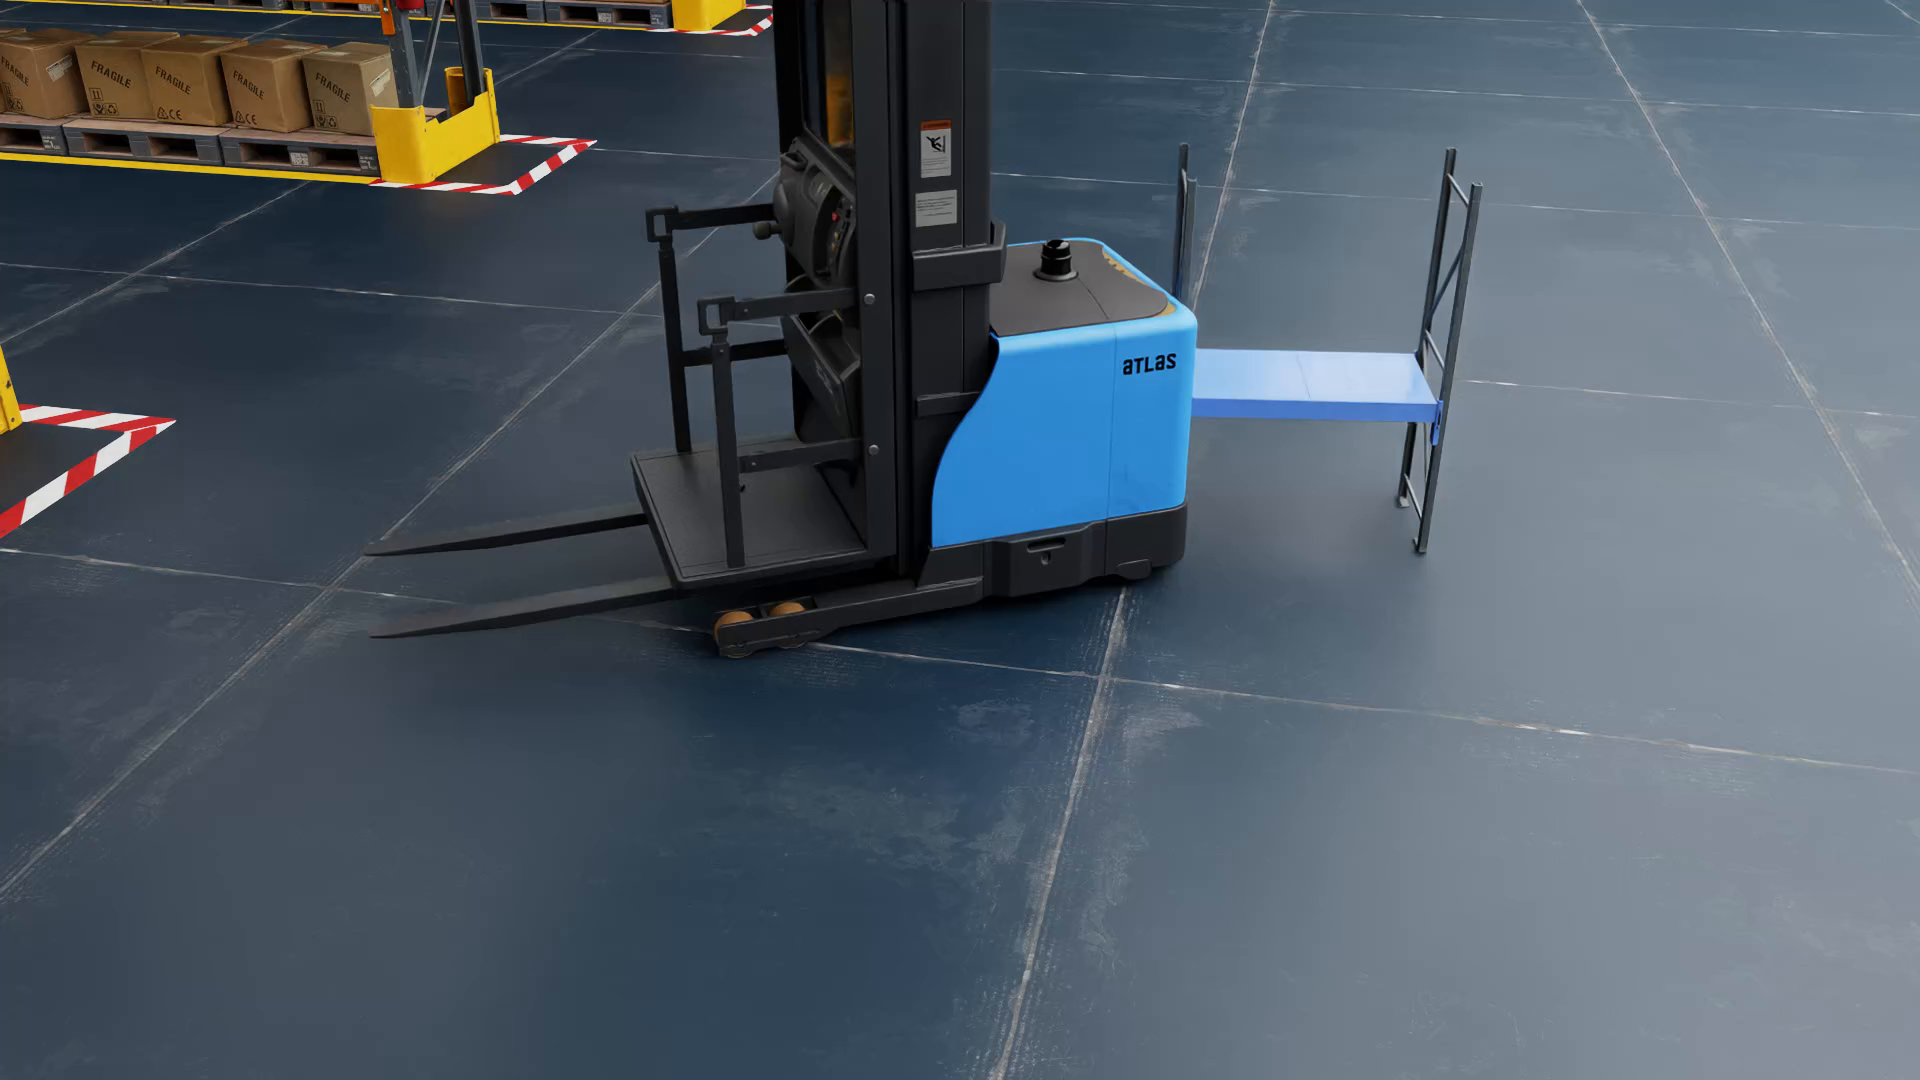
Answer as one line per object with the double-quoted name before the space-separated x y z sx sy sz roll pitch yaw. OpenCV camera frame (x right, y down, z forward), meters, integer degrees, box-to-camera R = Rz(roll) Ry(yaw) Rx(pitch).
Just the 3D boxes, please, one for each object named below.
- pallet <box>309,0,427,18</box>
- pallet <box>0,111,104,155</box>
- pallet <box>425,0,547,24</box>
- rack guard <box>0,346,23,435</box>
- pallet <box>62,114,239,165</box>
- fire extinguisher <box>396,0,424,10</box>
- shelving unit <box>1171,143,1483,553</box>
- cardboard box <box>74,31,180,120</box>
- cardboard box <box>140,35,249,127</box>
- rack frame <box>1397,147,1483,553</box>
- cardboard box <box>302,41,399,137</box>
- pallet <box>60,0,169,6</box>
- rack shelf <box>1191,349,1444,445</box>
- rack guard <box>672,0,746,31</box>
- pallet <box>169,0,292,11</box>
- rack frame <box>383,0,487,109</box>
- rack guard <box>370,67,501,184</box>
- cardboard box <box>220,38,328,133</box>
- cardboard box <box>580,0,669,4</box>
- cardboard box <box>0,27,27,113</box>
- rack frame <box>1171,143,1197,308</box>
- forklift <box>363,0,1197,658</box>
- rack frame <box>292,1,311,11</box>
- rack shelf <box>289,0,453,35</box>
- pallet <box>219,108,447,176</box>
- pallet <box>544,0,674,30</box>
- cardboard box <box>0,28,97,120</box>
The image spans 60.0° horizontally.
"pallet" -5.578 -5.347 16.298 1.213 0.211 1.003 6 29 11
"pallet" -6.775 -3.090 12.175 1.213 0.211 1.003 6 29 11
"pallet" -4.381 -5.226 16.076 1.213 0.211 1.003 6 29 11
"rack guard" -4.646 -0.526 7.191 0.348 0.500 1.175 6 29 11
"pallet" -5.579 -2.969 11.954 1.213 0.211 1.003 6 29 11
"fire extinguisher" -3.512 -3.701 10.468 0.183 0.674 0.296 6 29 11
"shelving unit" 1.360 -0.742 6.543 1.048 1.500 0.538 2 29 3
"cardboard box" -5.871 -3.314 11.845 0.500 0.500 0.500 3 29 6
"cardboard box" -5.335 -3.237 11.705 0.500 0.500 0.500 9 30 15
"rack frame" 1.867 -0.728 6.517 0.032 1.500 0.500 2 29 3
"cardboard box" -4.135 -3.121 11.494 0.500 0.500 0.500 11 31 20
"pallet" -8.272 -5.624 16.802 1.213 0.211 1.003 6 29 11
"rack shelf" 1.360 -0.584 6.630 1.000 0.185 0.538 2 29 3
"rack guard" -2.370 -5.184 15.698 0.348 0.500 1.175 6 29 11
"pallet" -7.075 -5.502 16.581 1.213 0.211 1.003 6 29 11
"rack frame" -3.528 -3.963 10.866 0.127 3.000 1.000 6 29 11
"rack guard" -3.602 -2.874 11.480 0.348 0.500 1.175 6 29 11
"cardboard box" -4.727 -3.165 11.574 0.500 0.500 0.500 14 32 24
"cardboard box" -3.070 -5.572 15.579 0.875 0.875 0.875 6 29 11
"cardboard box" -7.057 -3.393 11.990 0.500 0.500 0.500 5 29 9
"rack frame" 0.852 -0.756 6.570 0.032 1.500 0.500 2 29 3
"forklift" -0.696 -1.146 5.791 3.031 2.935 1.130 -9 30 -17
"rack frame" -6.305 -6.684 15.834 0.127 3.000 1.000 6 29 11
"rack shelf" -5.484 -3.848 11.405 4.000 0.370 1.077 6 29 11
"pallet" -4.389 -2.846 11.728 1.213 0.211 1.003 6 29 11
"pallet" -3.191 -5.103 15.851 1.213 0.211 1.003 6 29 11
"cardboard box" -6.495 -3.339 11.892 0.500 0.500 0.500 16 32 26
